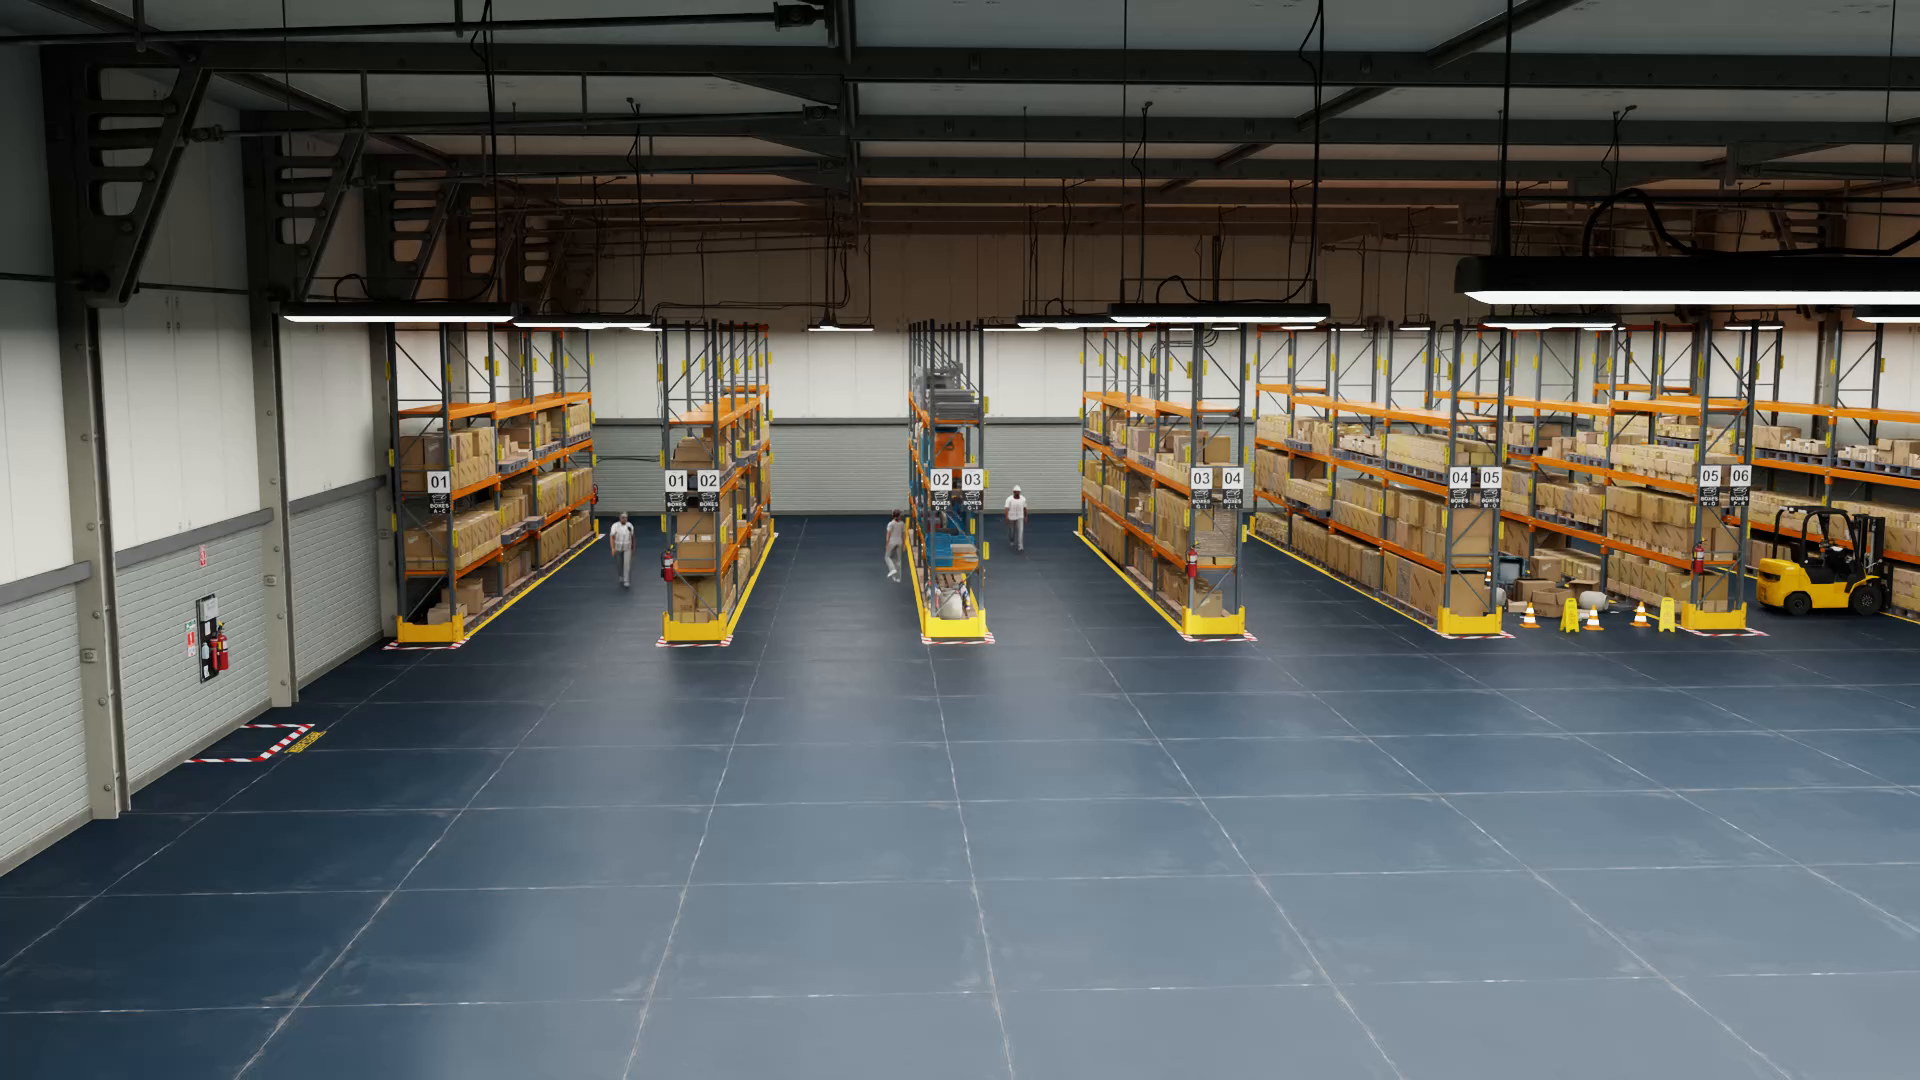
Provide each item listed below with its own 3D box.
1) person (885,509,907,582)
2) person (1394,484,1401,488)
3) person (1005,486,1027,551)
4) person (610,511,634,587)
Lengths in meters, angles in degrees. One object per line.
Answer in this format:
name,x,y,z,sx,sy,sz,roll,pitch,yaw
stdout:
person,-1.445,0.134,37.945,0.480,1.670,0.516,-2,7,-18
person,11.514,-0.572,43.809,0.606,1.786,0.463,-5,8,-33
person,1.499,-0.588,44.201,0.636,1.712,1.091,-1,7,-6
person,-7.710,0.183,37.922,0.523,1.706,1.099,-1,7,-6
